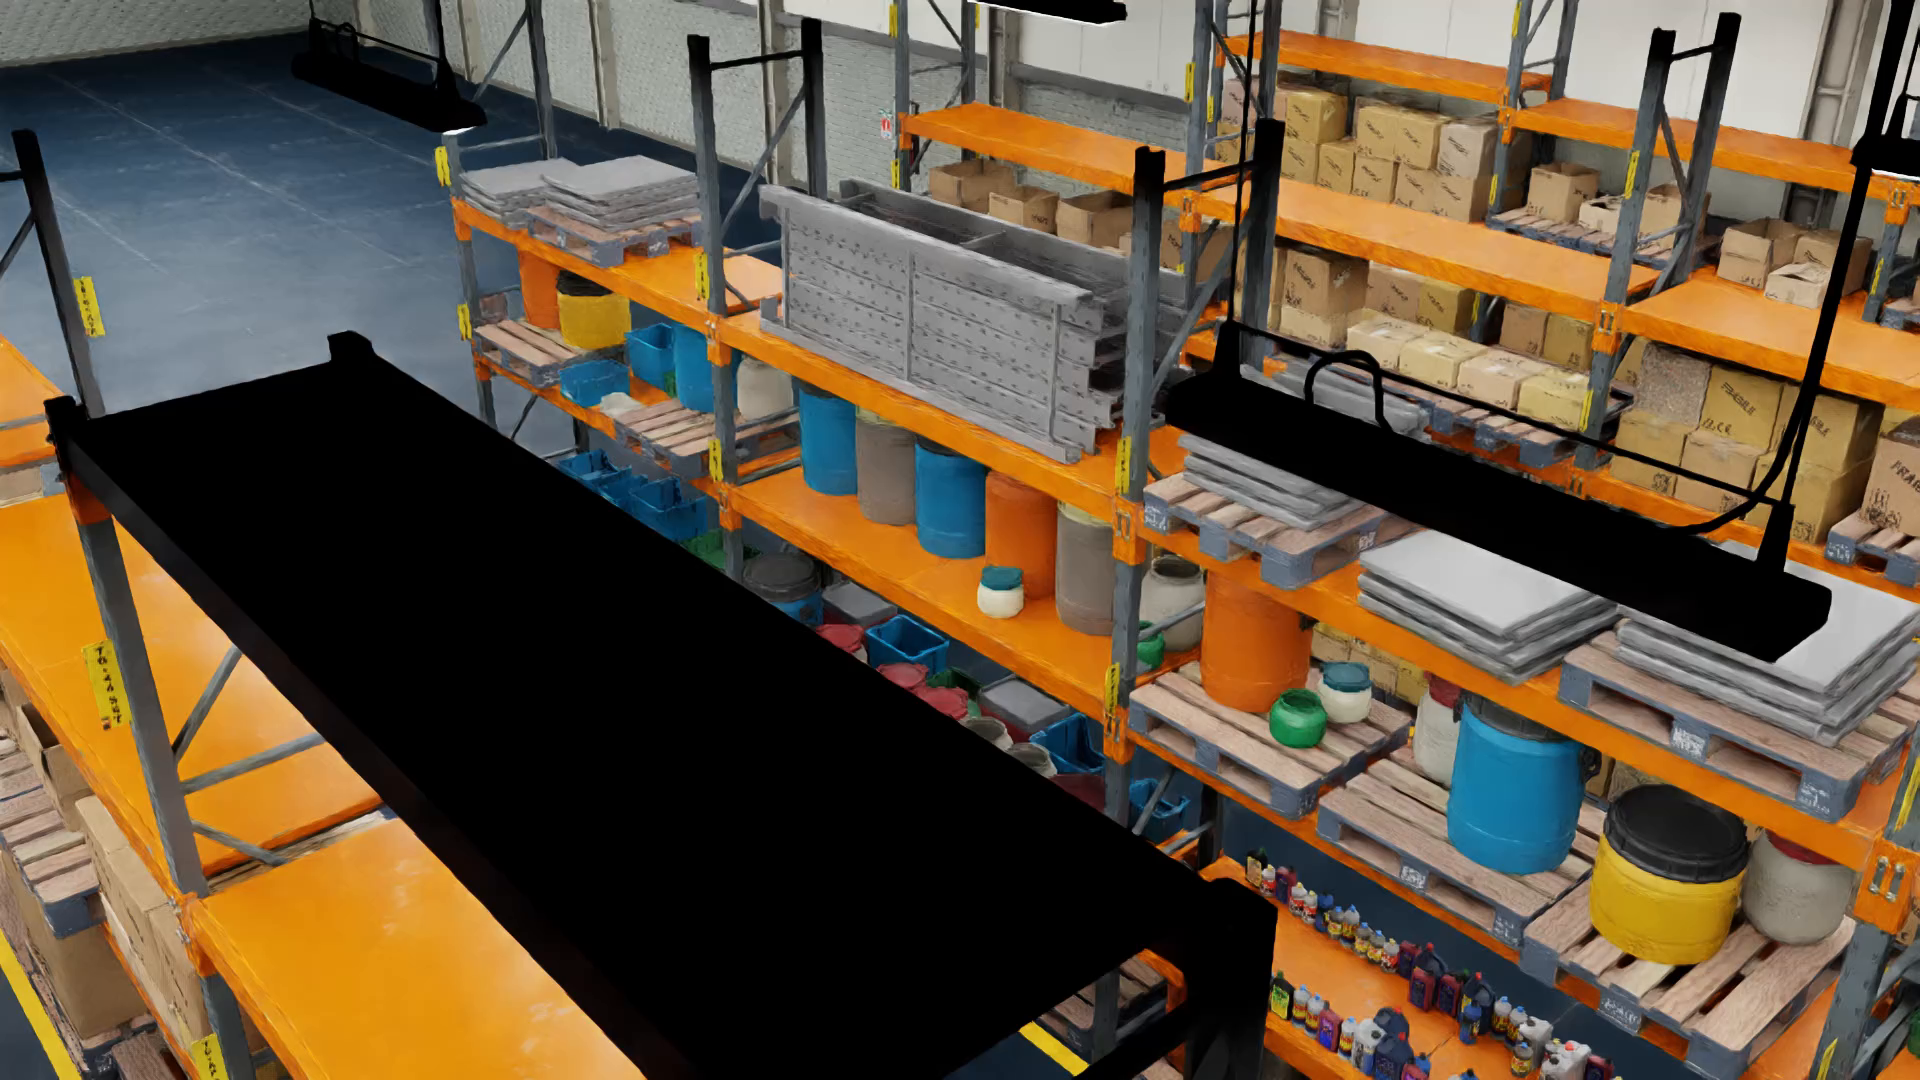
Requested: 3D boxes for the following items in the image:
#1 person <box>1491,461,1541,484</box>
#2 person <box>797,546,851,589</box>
[{"bbox_3d":[5.447,-0.380,16.439,0.539,1.679,0.452,10,29,19],"label":"person"},{"bbox_3d":[-1.223,0.148,15.285,0.632,1.779,0.505,8,28,15],"label":"person"}]
